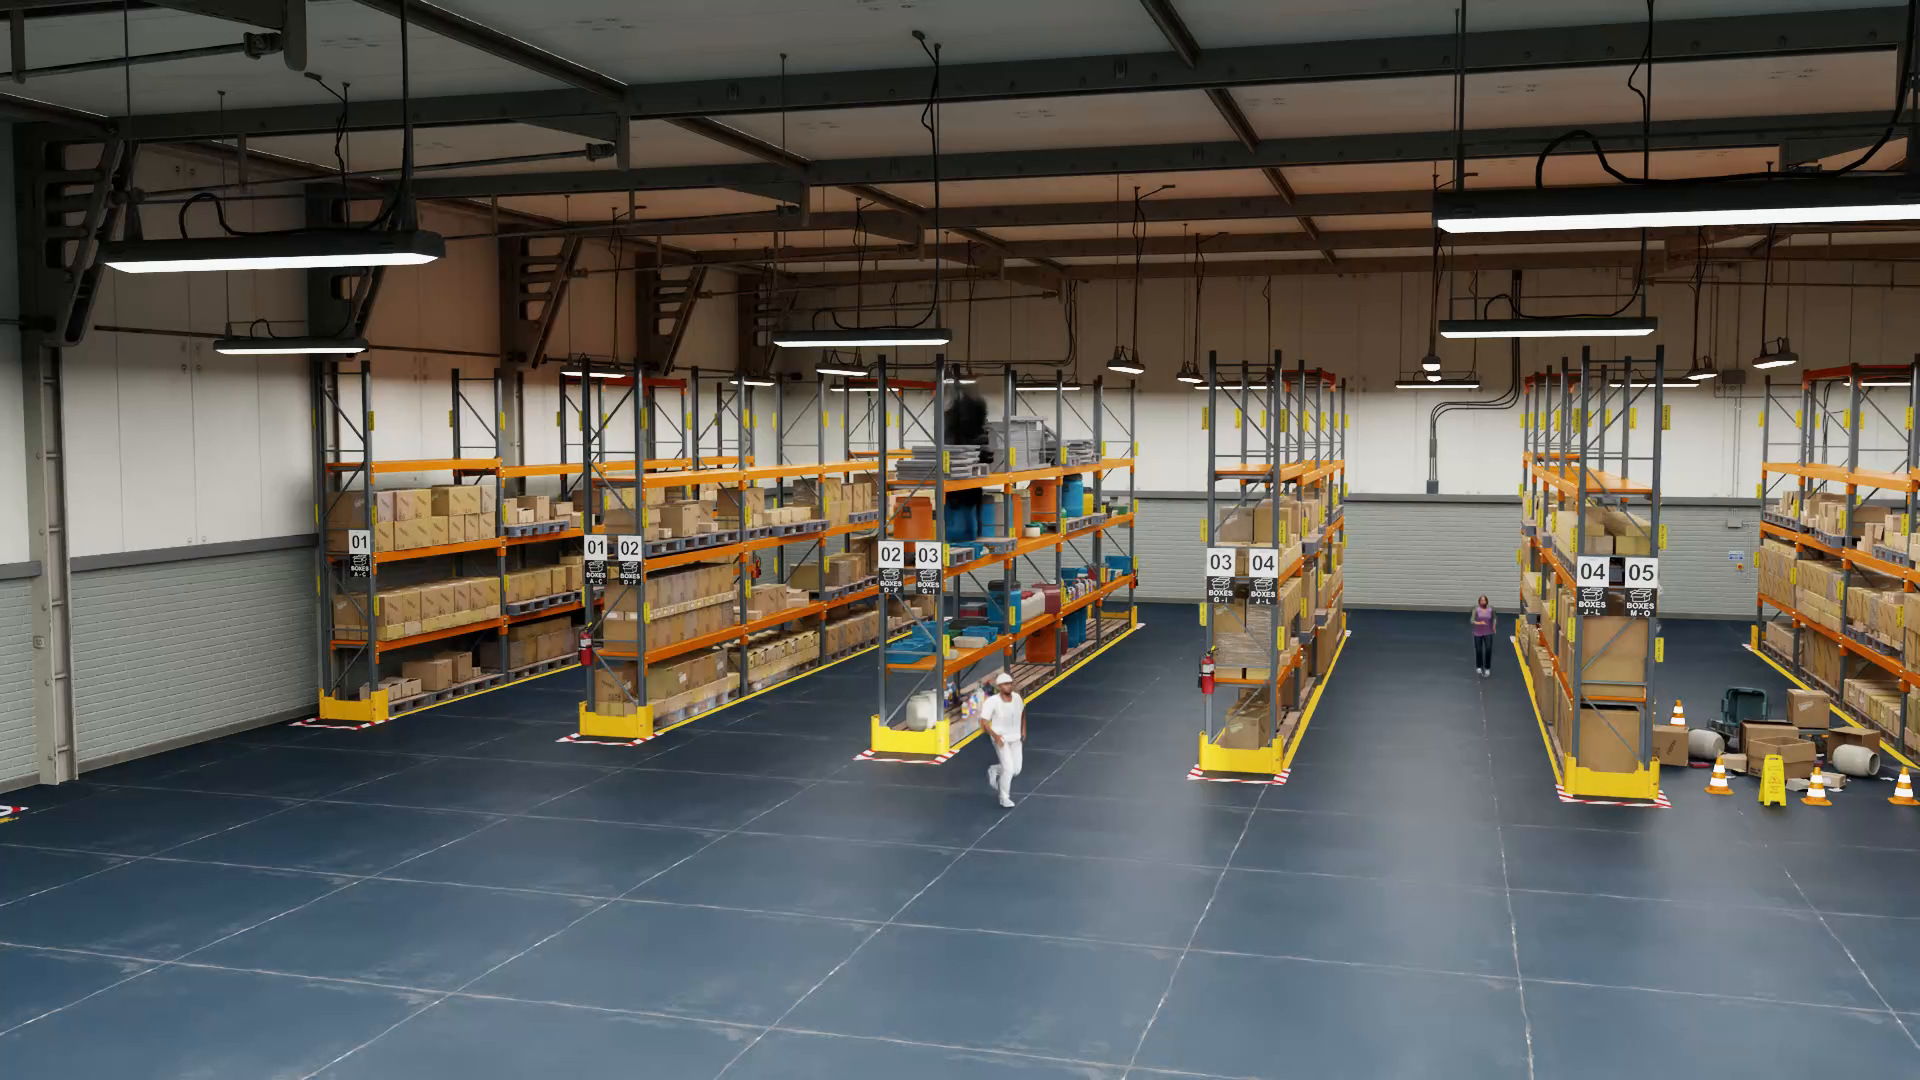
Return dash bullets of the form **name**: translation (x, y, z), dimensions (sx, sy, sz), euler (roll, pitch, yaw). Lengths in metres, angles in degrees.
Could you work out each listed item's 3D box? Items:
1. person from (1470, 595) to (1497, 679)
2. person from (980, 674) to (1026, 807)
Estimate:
- **person**: translation (10.227, 1.884, 32.473), dimensions (0.507, 1.621, 0.682), euler (1, 4, 14)
- **person**: translation (0.557, 2.592, 21.720), dimensions (0.710, 1.740, 0.650), euler (-3, 5, -33)
